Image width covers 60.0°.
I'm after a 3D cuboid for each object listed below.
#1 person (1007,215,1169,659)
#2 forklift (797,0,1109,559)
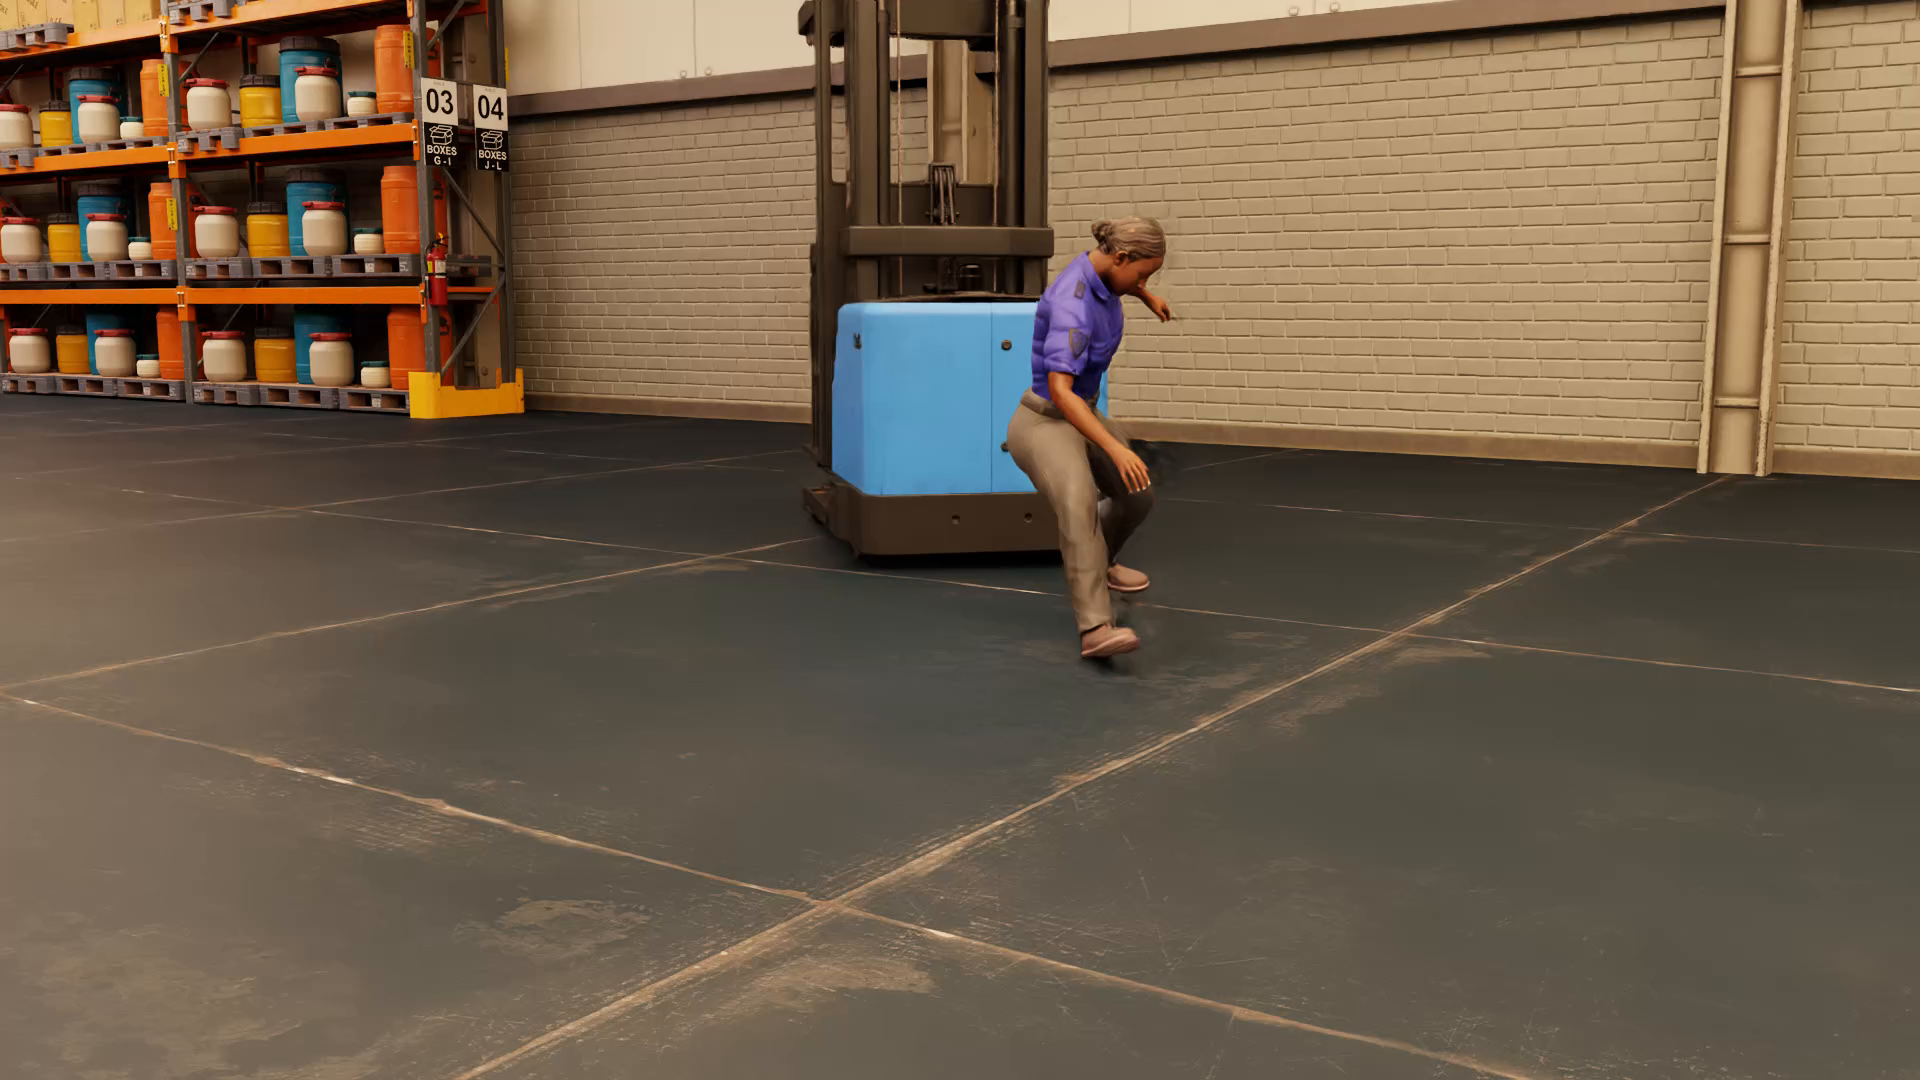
[{"bbox_3d":[0.476,-0.362,5.411,0.721,1.348,1.199,5,9,29],"label":"person"},{"bbox_3d":[-0.182,-1.539,8.019,1.130,2.935,3.031,-2,8,-12],"label":"forklift"}]
